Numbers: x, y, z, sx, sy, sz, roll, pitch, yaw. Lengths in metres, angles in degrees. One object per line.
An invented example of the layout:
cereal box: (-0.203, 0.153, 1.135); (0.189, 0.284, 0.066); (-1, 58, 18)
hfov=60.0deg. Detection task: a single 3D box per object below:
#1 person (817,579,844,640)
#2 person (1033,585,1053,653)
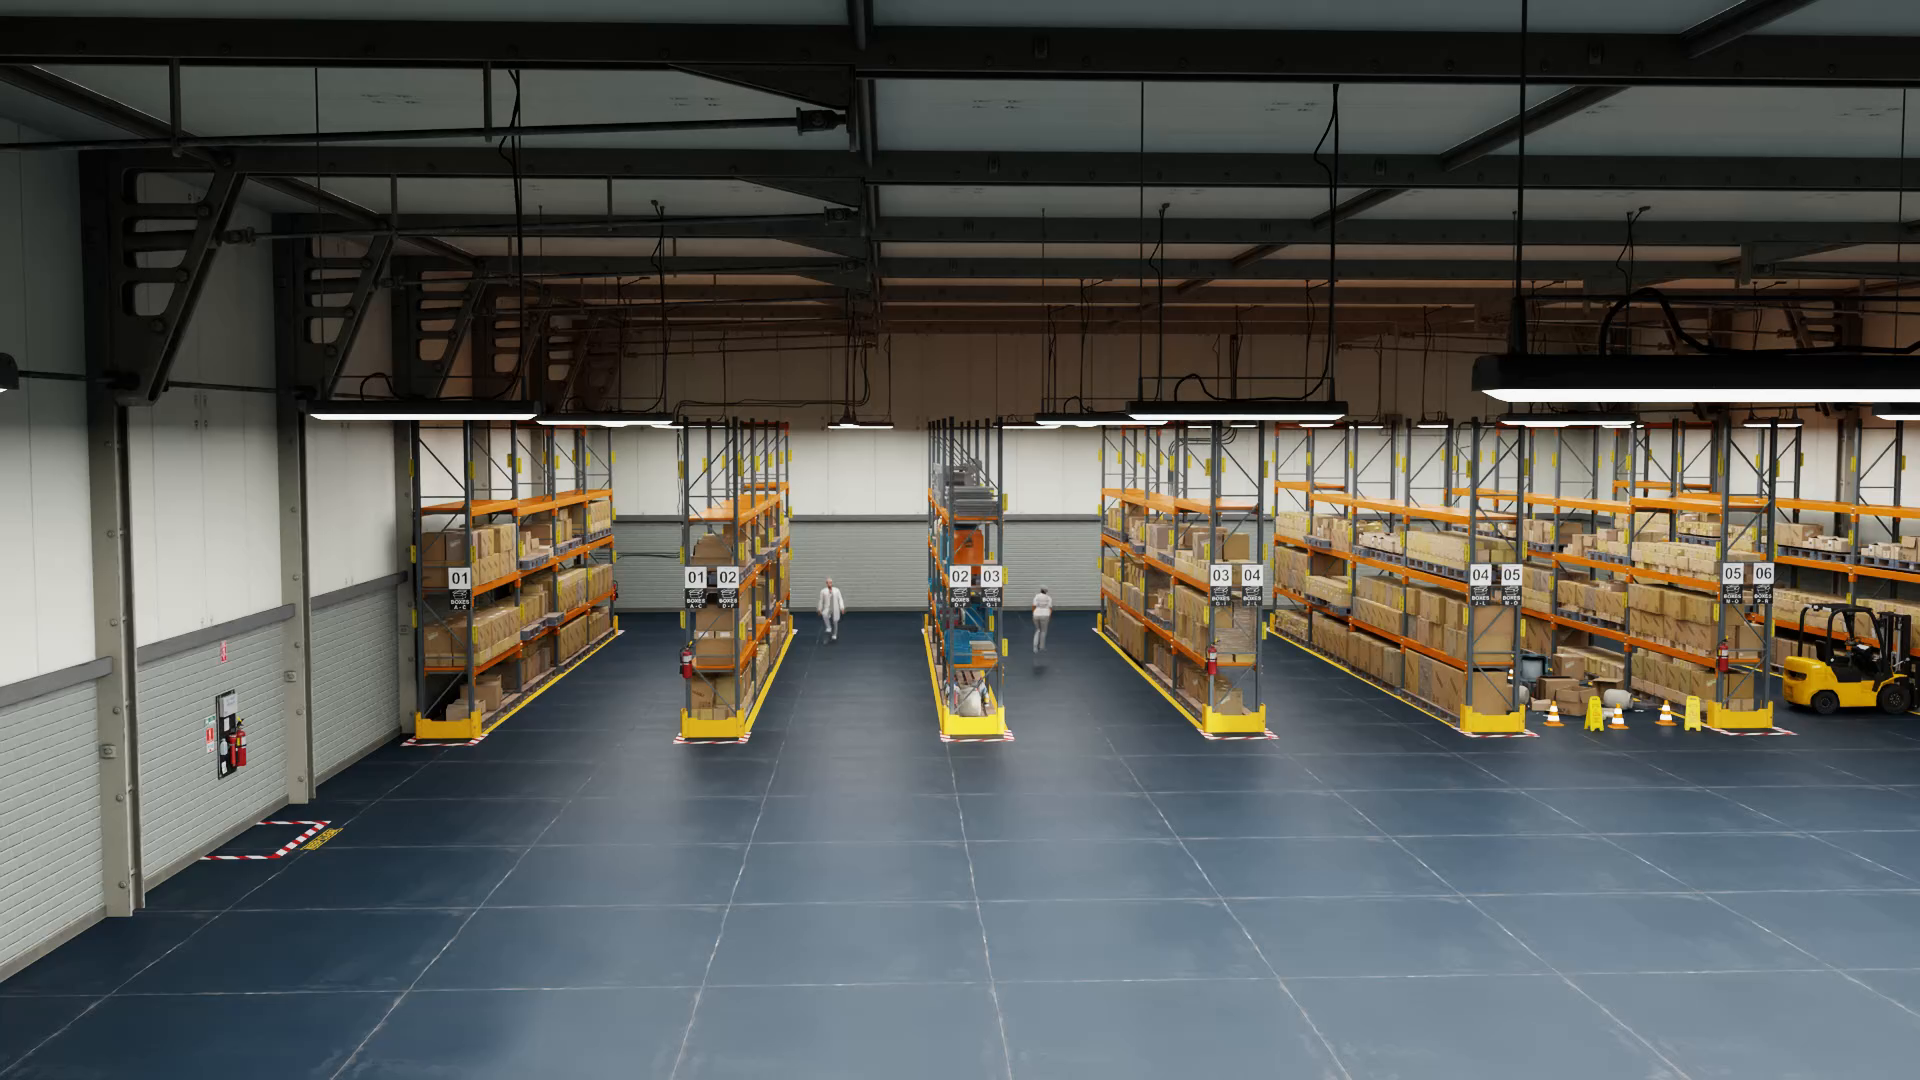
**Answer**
person: (-3.502, 1.942, 45.066); (0.725, 1.605, 1.163); (0, 4, -7)
person: (2.059, 1.950, 41.099); (0.494, 1.723, 0.453); (3, 5, 38)
